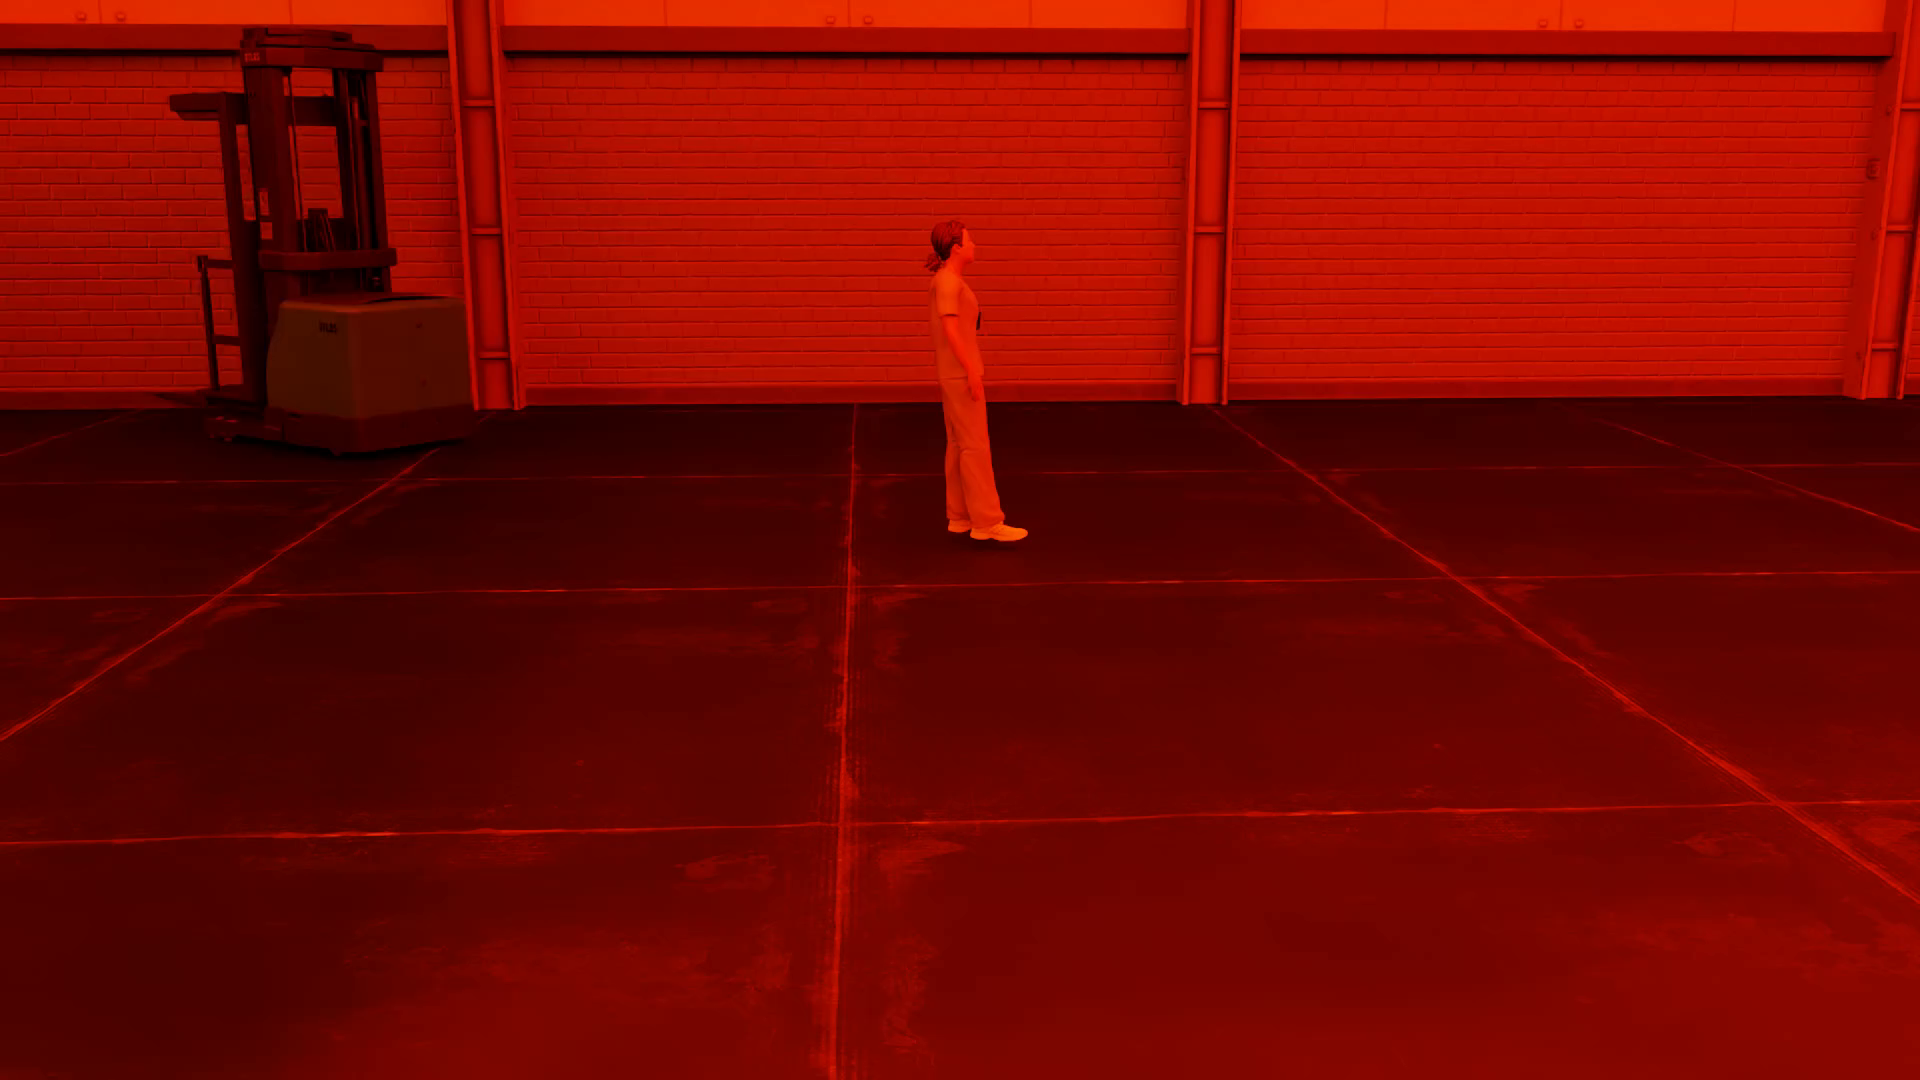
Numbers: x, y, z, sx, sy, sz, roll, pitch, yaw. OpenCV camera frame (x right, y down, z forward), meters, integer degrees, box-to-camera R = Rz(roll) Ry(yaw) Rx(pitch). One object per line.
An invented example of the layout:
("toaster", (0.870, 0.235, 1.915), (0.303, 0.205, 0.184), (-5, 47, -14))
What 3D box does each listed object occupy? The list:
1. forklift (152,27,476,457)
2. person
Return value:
("forklift", (-5.040, -2.242, 12.386), (3.031, 2.935, 1.130), (9, 16, 36))
("person", (0.075, -0.862, 8.900), (0.547, 1.673, 0.549), (-1, 13, -3))
